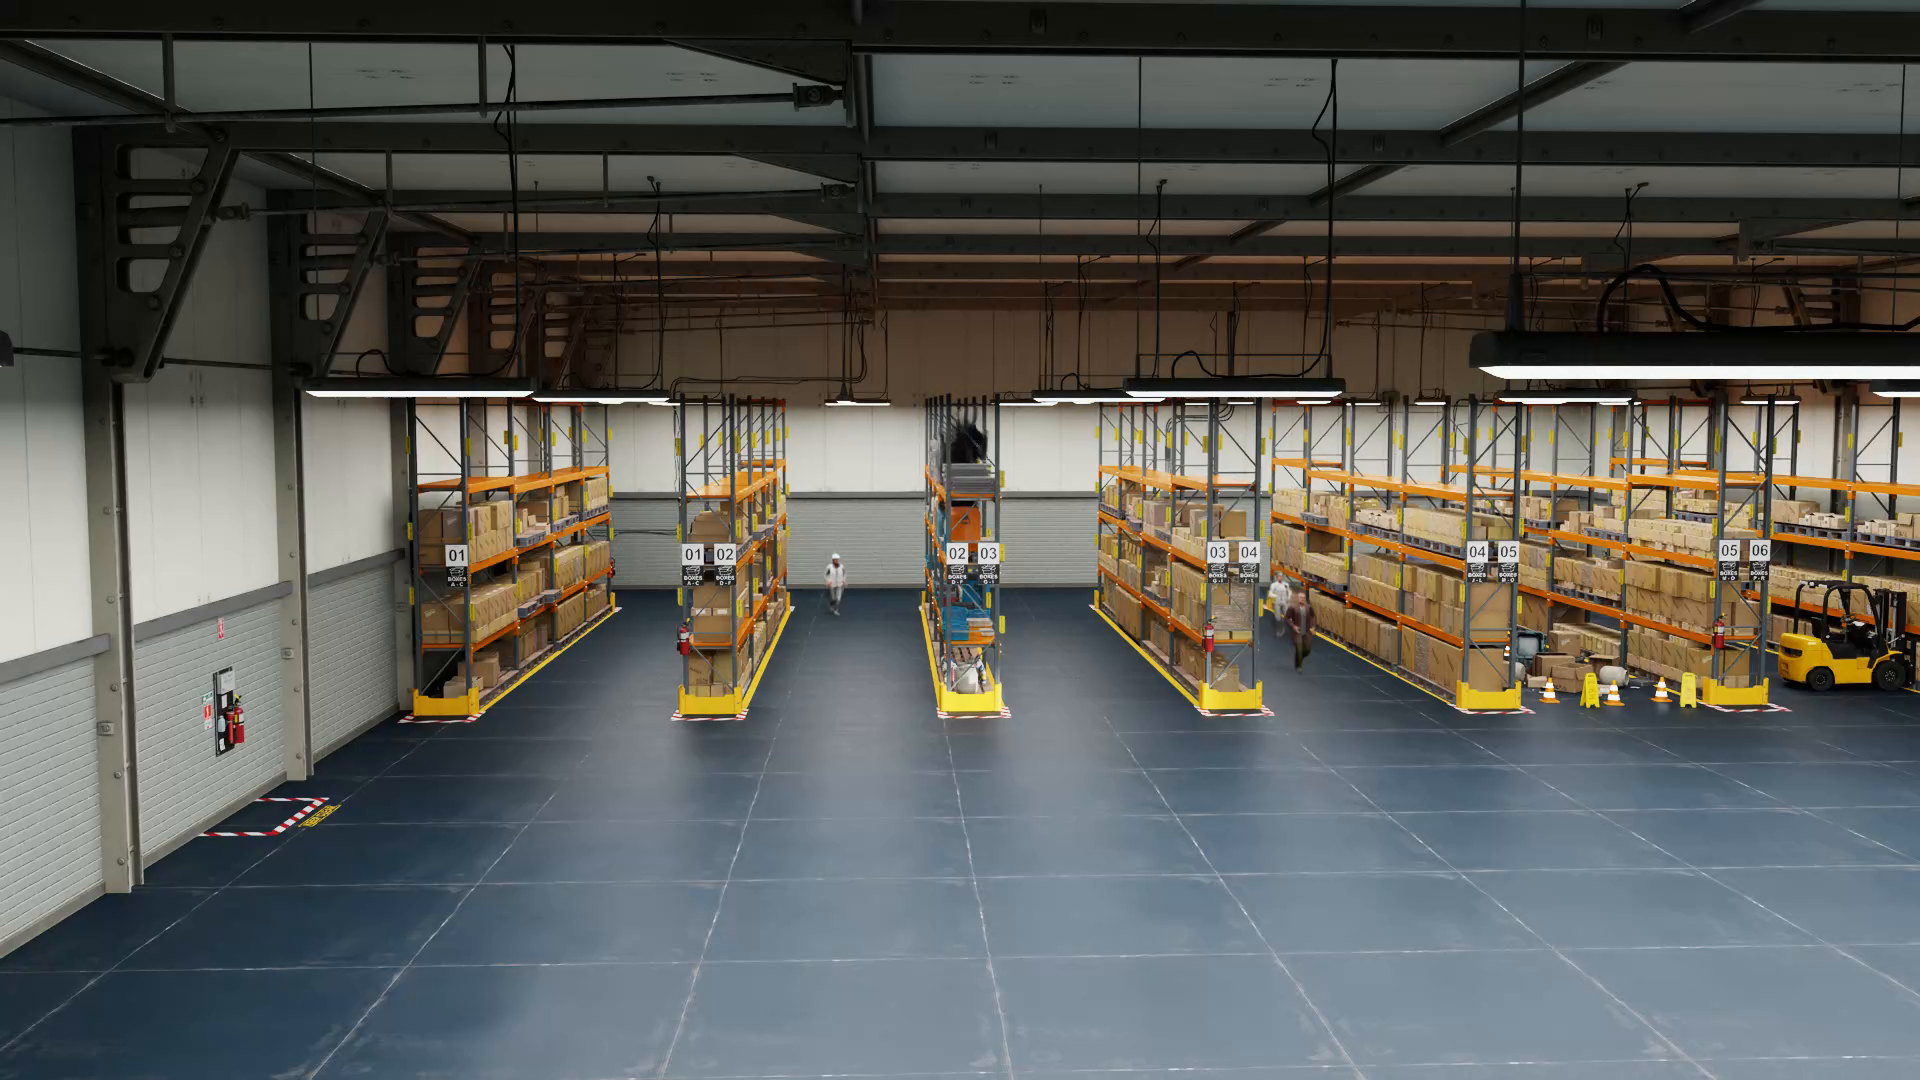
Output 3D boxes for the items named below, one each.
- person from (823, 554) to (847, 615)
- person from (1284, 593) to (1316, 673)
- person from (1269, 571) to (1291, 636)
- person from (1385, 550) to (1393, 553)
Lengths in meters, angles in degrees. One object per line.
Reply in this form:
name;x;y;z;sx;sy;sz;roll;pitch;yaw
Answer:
person;-3.447;1.241;46.066;0.651;1.701;0.626;-1;5;-17
person;7.394;2.011;36.104;0.746;1.737;0.658;-1;5;-10
person;8.037;1.599;41.588;0.602;1.655;0.554;0;5;-2
person;12.764;1.010;49.343;0.635;1.651;0.589;0;5;2
